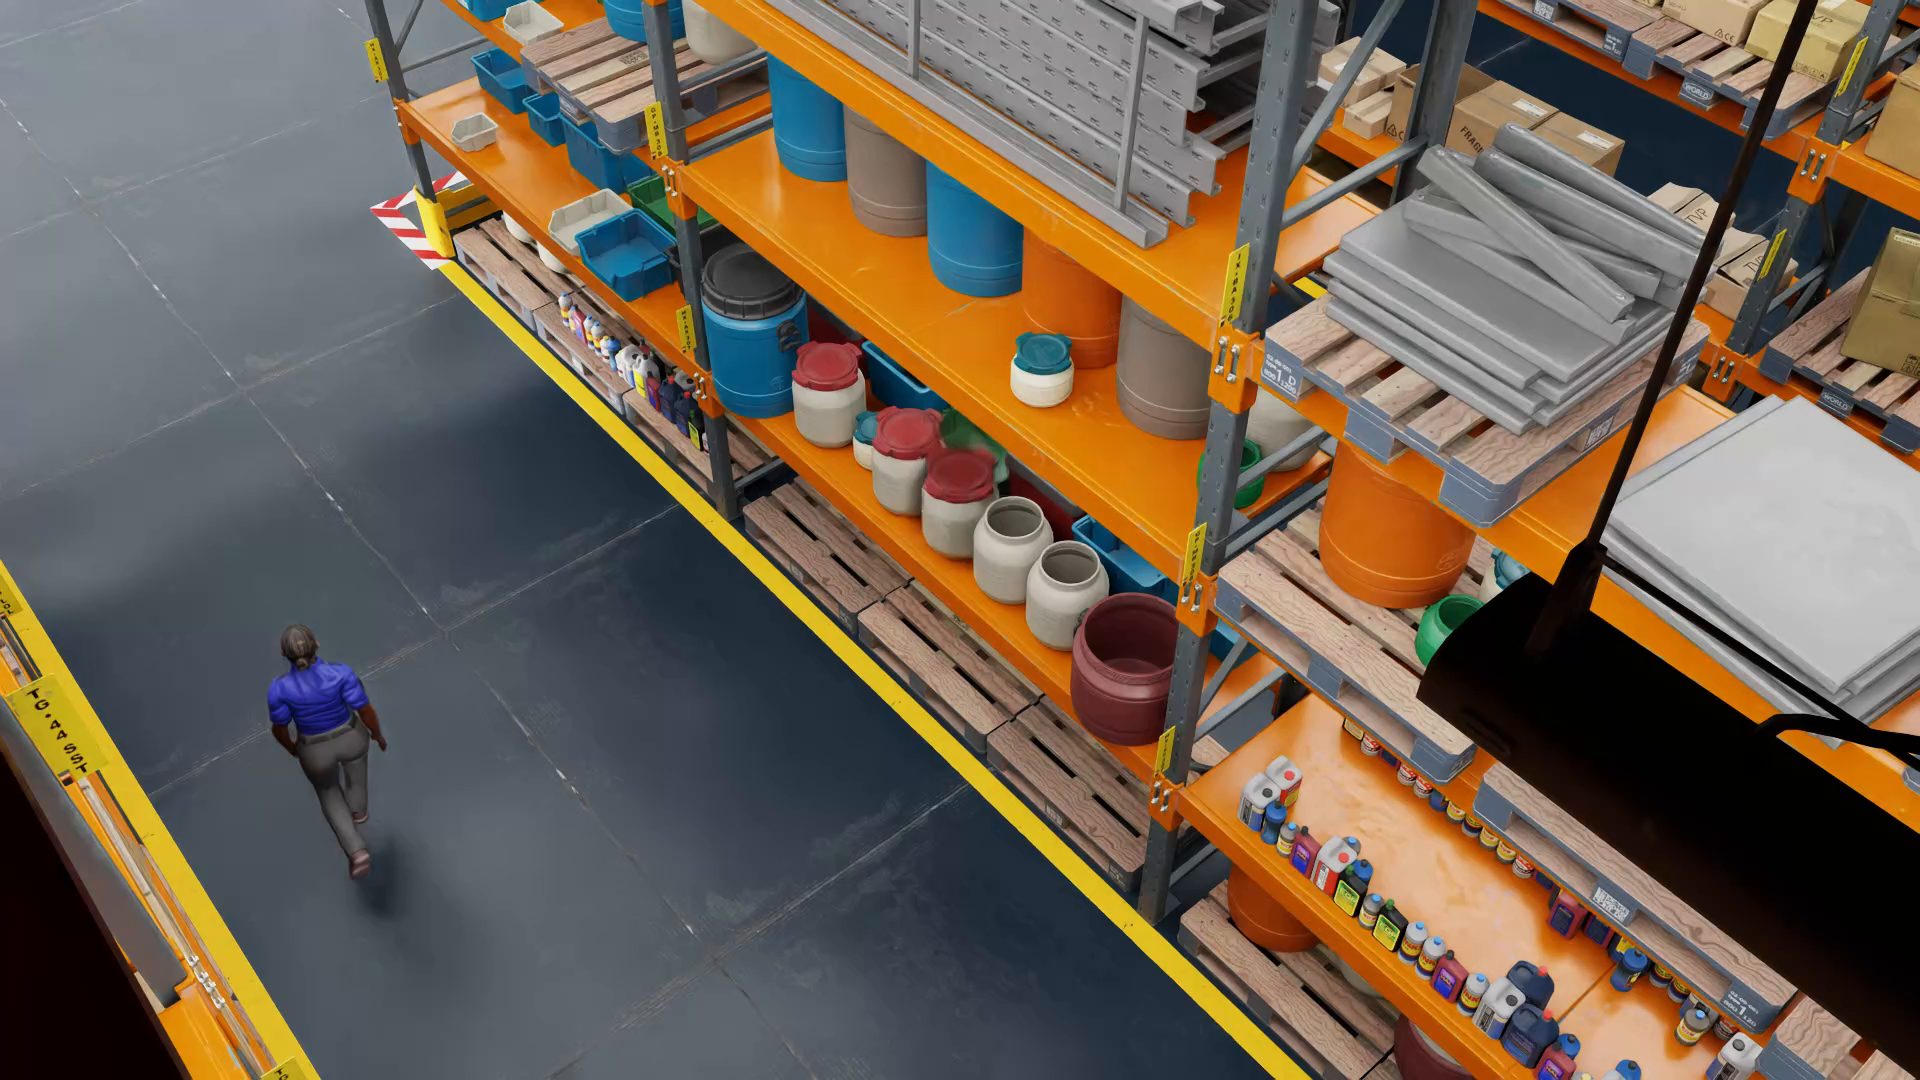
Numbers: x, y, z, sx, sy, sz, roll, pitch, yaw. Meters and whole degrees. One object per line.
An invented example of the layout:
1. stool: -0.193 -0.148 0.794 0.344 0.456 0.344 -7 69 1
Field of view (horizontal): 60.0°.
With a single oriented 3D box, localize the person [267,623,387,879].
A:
1. person: -3.272 1.088 8.711 0.504 1.560 0.738 -20 50 -18
